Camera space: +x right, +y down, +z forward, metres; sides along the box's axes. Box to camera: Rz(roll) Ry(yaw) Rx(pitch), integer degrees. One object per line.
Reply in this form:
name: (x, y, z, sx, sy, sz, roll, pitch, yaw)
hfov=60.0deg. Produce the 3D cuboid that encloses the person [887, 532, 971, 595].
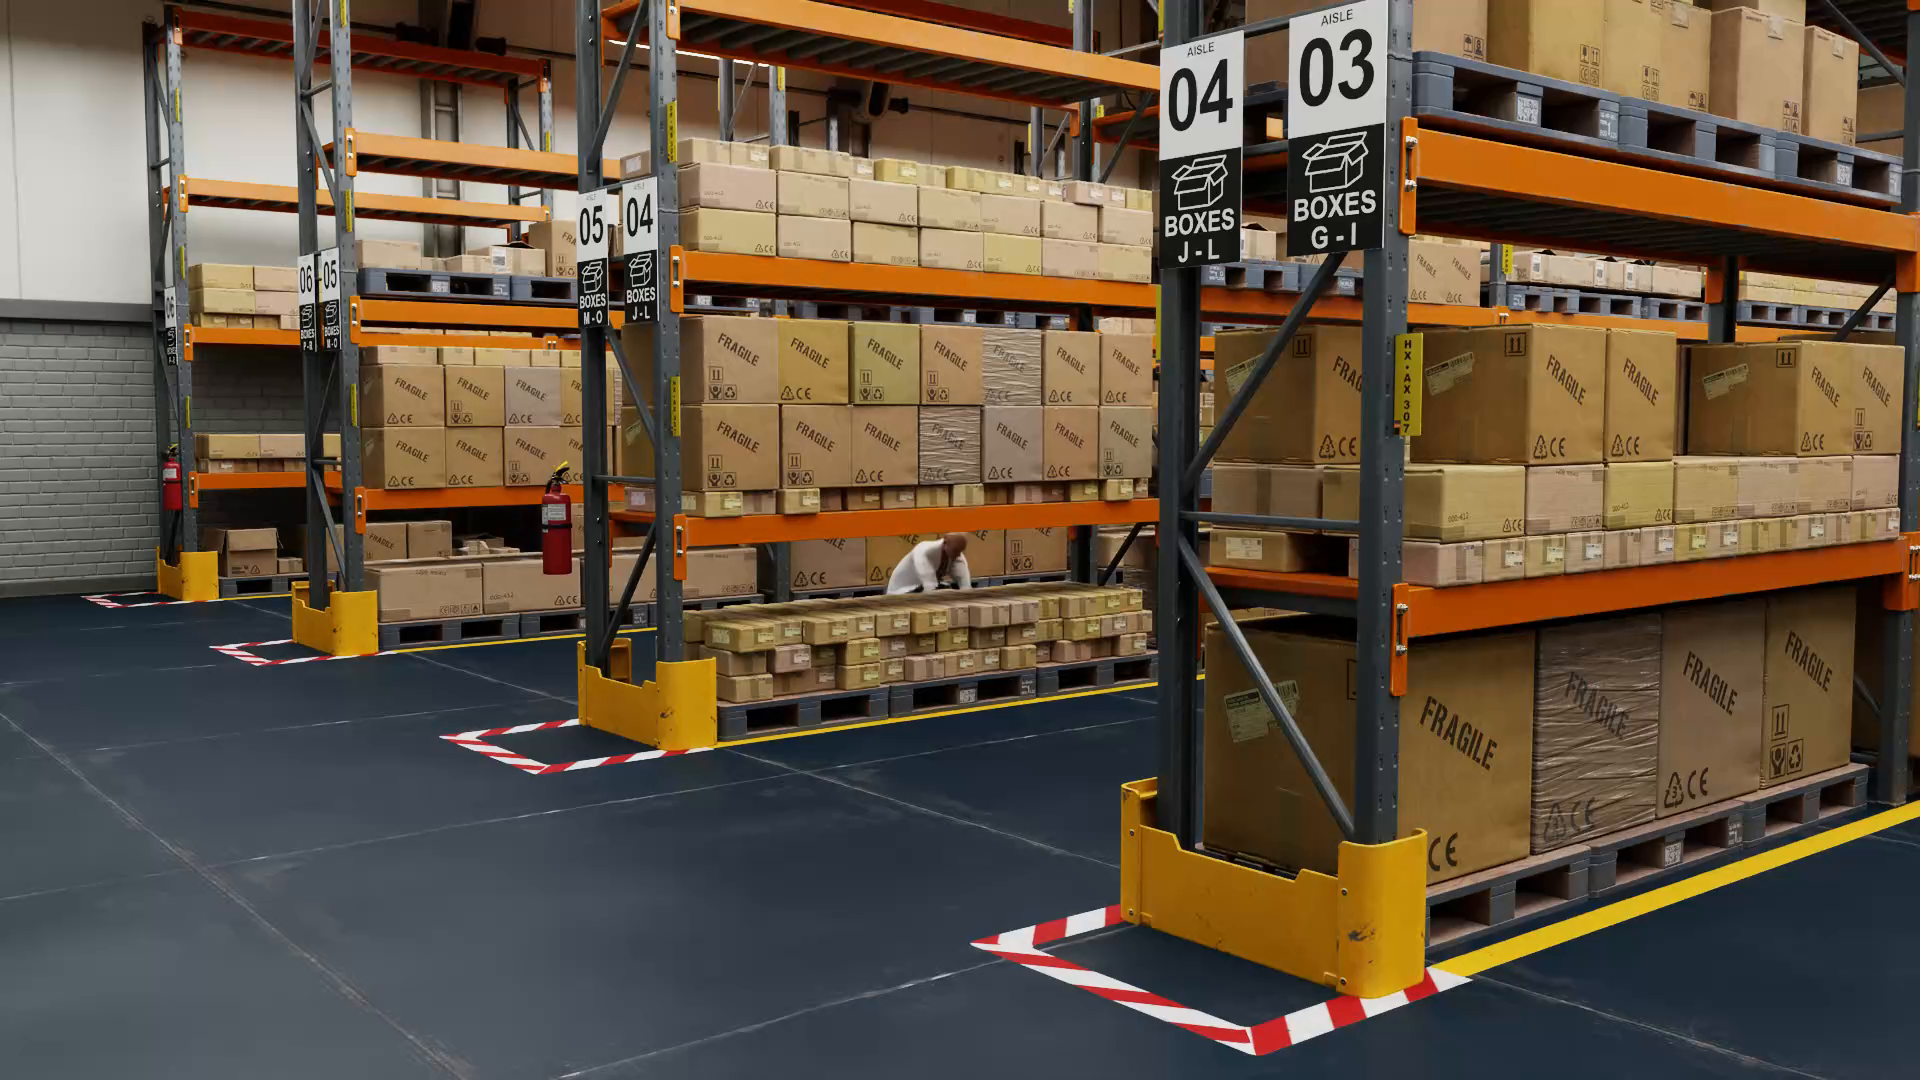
person: (-0.214, 0.386, 13.539, 0.589, 1.001, 0.922, -3, 5, -39)
